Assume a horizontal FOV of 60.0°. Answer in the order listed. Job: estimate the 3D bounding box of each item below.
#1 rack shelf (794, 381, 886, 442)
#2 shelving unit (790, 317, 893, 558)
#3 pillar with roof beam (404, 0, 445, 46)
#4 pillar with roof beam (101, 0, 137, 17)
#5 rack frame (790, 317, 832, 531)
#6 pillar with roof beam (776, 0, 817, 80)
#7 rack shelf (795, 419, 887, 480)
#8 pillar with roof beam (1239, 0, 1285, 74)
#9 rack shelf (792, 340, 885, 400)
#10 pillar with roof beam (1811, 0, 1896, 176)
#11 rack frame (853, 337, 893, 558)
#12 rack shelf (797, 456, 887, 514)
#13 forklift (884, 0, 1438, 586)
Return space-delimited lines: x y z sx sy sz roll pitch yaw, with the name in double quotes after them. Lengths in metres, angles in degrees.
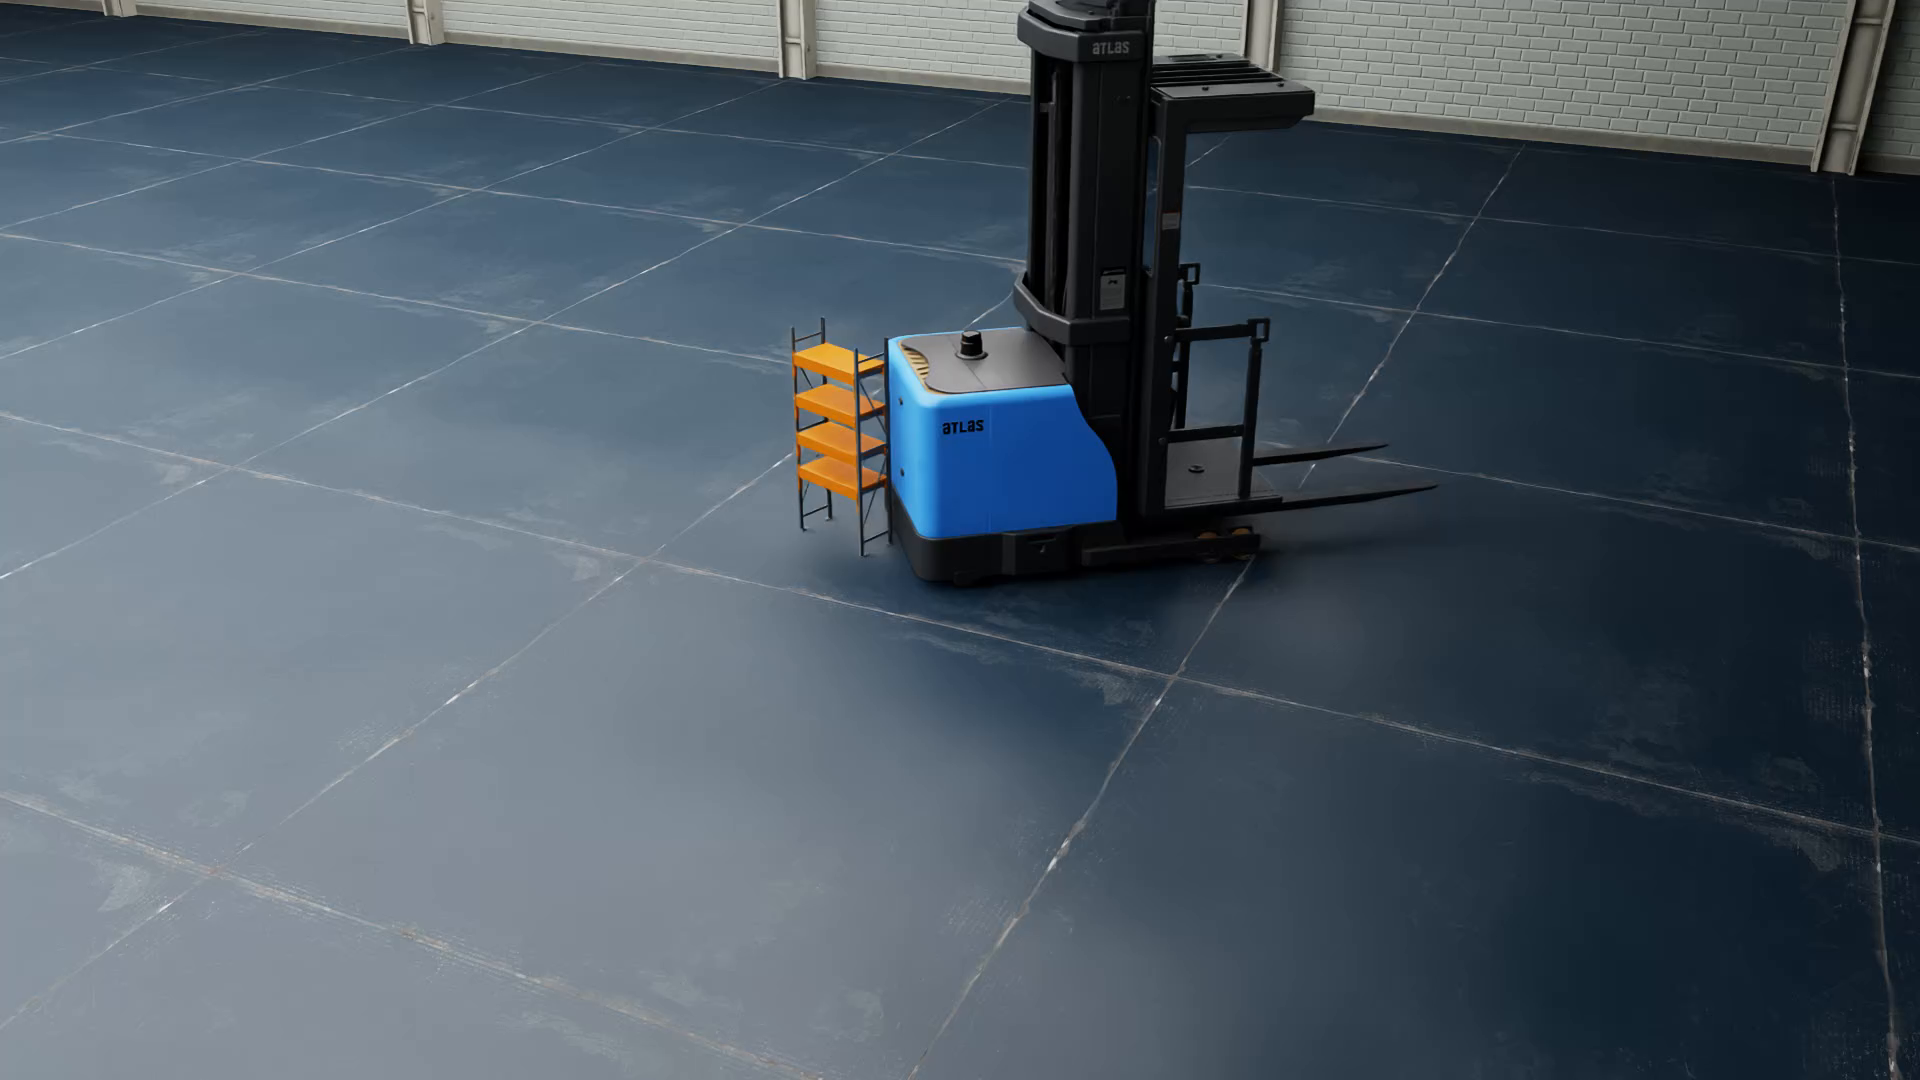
-0.638 -0.695 8.950 0.480 0.148 0.258 22 34 38 "rack shelf"
-0.638 -0.555 9.019 0.503 1.200 0.258 22 34 38 "shelving unit"
-9.316 -9.349 18.051 0.400 9.000 9.100 11 28 22 "pillar with roof beam"
-14.778 -10.446 20.279 0.400 9.000 9.100 11 28 22 "pillar with roof beam"
-0.817 -0.629 9.168 0.015 1.200 0.240 22 34 38 "rack frame"
-3.855 -8.252 15.823 0.400 9.000 9.100 11 28 22 "pillar with roof beam"
-0.638 -0.495 9.049 0.480 0.148 0.258 22 34 38 "rack shelf"
1.607 -7.155 13.594 0.400 9.000 9.100 11 28 22 "pillar with roof beam"
-0.638 -0.908 8.846 0.480 0.148 0.258 22 34 38 "rack shelf"
7.069 -6.058 11.366 0.400 9.000 9.100 11 28 22 "pillar with roof beam"
-0.460 -0.482 8.870 0.015 1.200 0.240 22 34 38 "rack frame"
-0.638 -0.317 9.137 0.480 0.148 0.258 22 34 38 "rack shelf"
1.146 -1.408 8.792 3.031 2.935 1.130 -6 27 -12 "forklift"
